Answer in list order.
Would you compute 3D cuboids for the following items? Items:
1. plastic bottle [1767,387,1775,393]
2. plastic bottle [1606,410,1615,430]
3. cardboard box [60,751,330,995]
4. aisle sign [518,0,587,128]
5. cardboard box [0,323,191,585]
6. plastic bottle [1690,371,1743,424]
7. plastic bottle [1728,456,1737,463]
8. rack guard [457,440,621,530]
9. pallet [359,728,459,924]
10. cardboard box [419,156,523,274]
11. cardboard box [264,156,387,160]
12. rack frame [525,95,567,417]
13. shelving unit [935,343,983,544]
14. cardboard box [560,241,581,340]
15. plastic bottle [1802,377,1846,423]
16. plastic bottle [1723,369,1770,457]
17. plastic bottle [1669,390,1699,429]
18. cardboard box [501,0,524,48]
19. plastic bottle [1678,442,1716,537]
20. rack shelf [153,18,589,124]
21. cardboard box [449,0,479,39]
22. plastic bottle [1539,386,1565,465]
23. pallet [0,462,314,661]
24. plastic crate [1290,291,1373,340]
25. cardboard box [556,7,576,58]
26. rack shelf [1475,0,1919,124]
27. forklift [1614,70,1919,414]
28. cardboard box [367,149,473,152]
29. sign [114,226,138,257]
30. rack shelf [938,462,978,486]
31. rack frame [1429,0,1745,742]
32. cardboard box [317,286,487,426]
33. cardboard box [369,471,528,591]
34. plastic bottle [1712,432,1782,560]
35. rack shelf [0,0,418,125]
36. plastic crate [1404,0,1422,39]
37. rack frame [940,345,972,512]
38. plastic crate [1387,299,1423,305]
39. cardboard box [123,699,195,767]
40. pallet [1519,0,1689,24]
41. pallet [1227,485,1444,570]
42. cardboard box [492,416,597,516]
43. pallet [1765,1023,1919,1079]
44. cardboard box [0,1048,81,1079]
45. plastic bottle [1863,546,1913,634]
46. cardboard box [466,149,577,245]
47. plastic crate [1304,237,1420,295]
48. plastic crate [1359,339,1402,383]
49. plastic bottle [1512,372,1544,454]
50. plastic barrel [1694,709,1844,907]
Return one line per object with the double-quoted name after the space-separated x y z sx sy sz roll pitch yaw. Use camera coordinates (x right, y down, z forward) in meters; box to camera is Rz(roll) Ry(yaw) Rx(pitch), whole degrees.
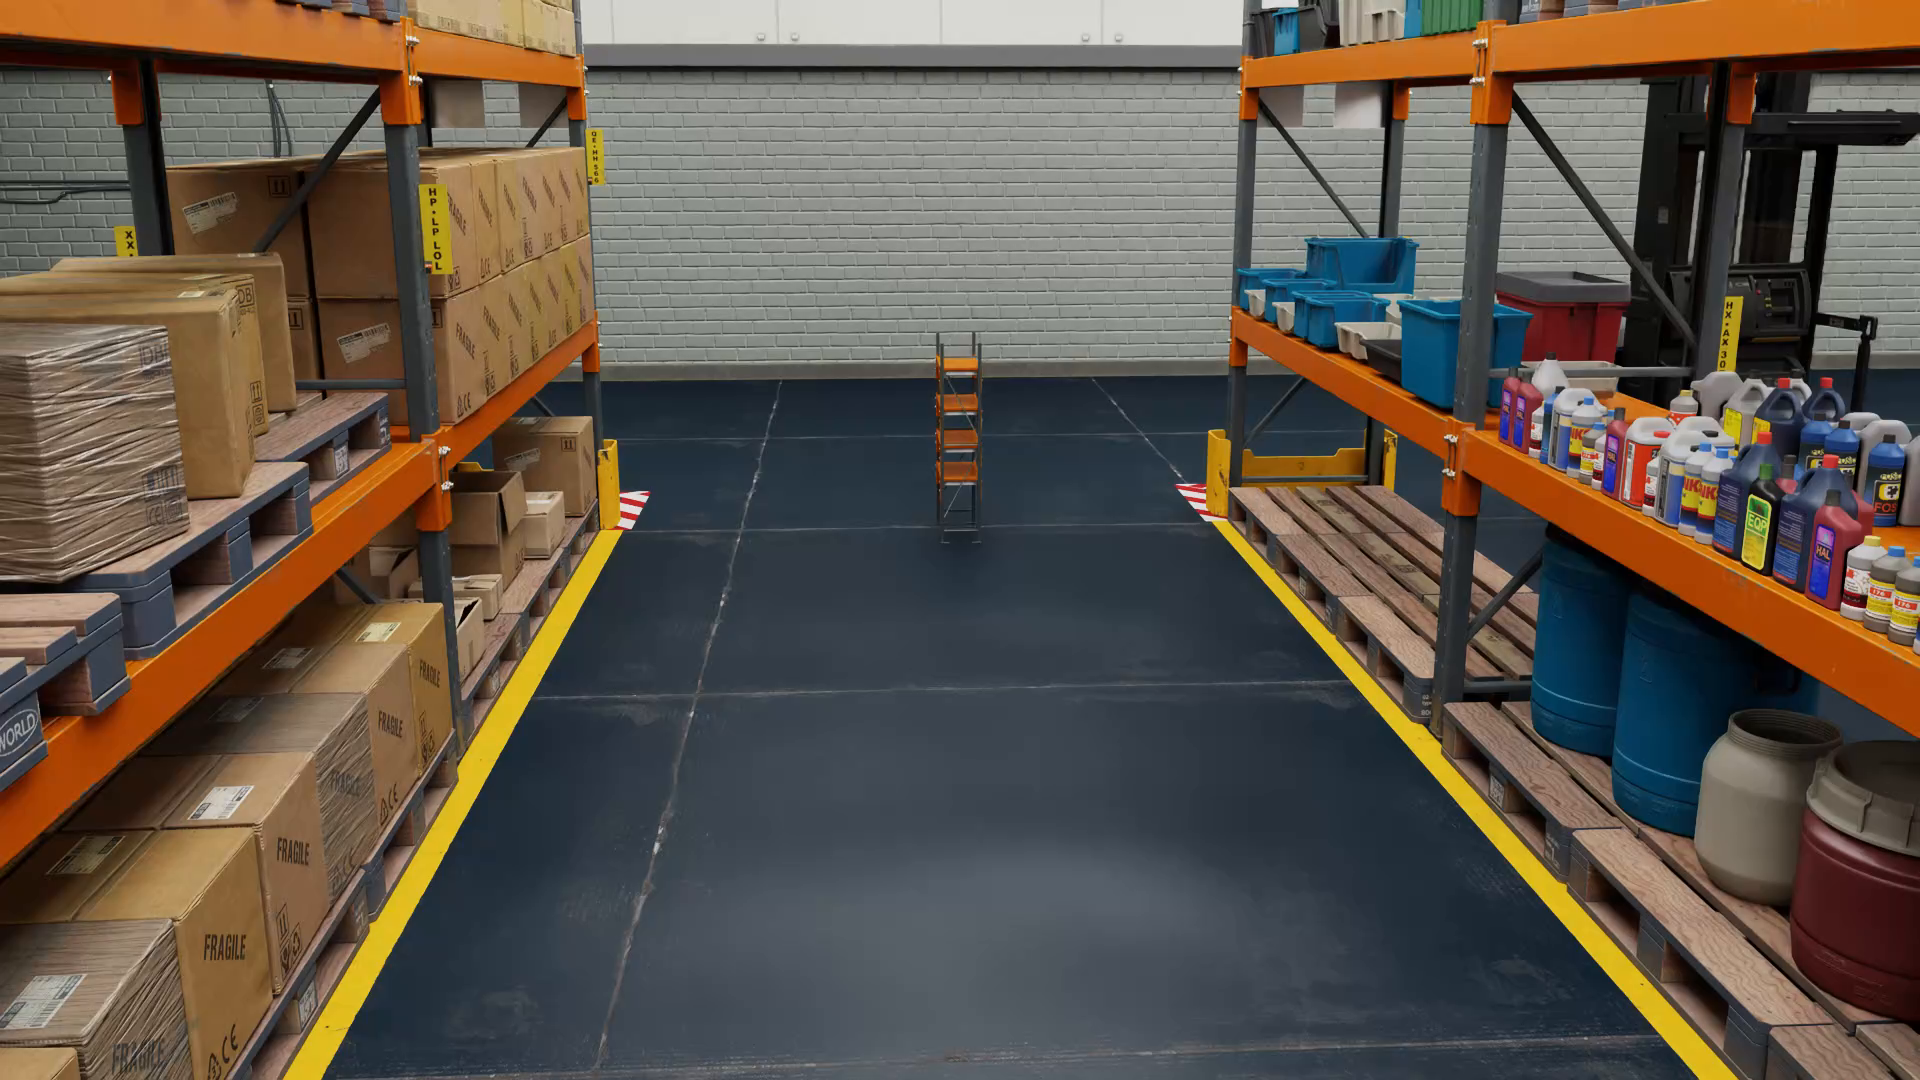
2.828 -0.406 5.834 0.152 0.276 0.135 -1 14 -3 "plastic bottle"
2.253 -0.348 5.759 0.097 0.201 0.097 0 14 0 "plastic bottle"
-2.082 0.916 4.582 0.500 0.500 0.500 -1 14 -5 "cardboard box"
-2.432 -2.850 9.866 0.394 0.787 0.004 -1 14 -3 "aisle sign"
-2.255 -0.217 3.806 0.700 0.500 0.500 2 15 7 "cardboard box"
2.806 -0.497 6.187 0.152 0.276 0.135 -1 14 -3 "plastic bottle"
2.302 -0.151 4.994 0.097 0.201 0.097 0 14 0 "plastic bottle"
-2.729 -0.340 10.344 1.175 0.500 0.348 -1 14 -3 "rack guard"
-2.397 0.978 5.803 1.003 0.211 1.213 -1 14 -3 "pallet"
-2.298 -1.485 7.570 0.500 0.500 0.500 -1 14 -5 "cardboard box"
-2.841 -1.482 7.558 0.500 0.500 0.500 -1 14 -3 "cardboard box"
-2.737 -1.569 10.106 0.949 2.616 0.053 -1 14 -3 "rack frame"
-0.010 -0.622 10.035 0.258 1.200 0.499 -1 14 -3 "shelving unit"
-2.398 -1.382 9.175 0.500 0.500 0.500 -1 14 -3 "cardboard box"
2.854 -0.357 5.492 0.144 0.351 0.185 -1 14 -3 "plastic bottle"
2.698 -0.400 5.662 0.144 0.351 0.185 -1 14 -3 "plastic bottle"
2.682 -0.454 6.171 0.097 0.201 0.097 0 14 0 "plastic bottle"
-2.359 -2.452 7.819 0.500 0.250 0.500 -1 14 -3 "cardboard box"
2.159 -0.149 4.846 0.097 0.271 0.097 0 14 0 "plastic bottle"
-2.609 -2.176 7.888 1.077 0.370 4.000 -1 14 -3 "rack shelf"
-2.296 -2.204 6.853 0.500 0.250 0.500 -1 14 -3 "cardboard box"
2.095 -0.404 5.836 0.097 0.271 0.097 0 14 0 "plastic bottle"
-2.363 0.030 4.276 1.003 0.211 1.213 -1 14 -3 "pallet"
1.979 -1.199 8.882 0.416 0.233 0.300 -1 14 -3 "plastic crate"
-2.438 -2.826 9.270 0.500 0.250 0.500 -1 14 -3 "cardboard box"
2.582 -1.257 4.316 1.077 0.370 4.000 -1 14 -3 "rack shelf"
4.688 -1.426 9.687 1.130 2.935 3.031 -3 15 -12 "forklift"
-2.929 -1.858 9.019 0.500 0.500 0.500 -1 14 -3 "cardboard box"
-3.027 -0.983 6.092 0.100 0.325 0.005 -1 14 -3 "sign"
-0.010 -0.403 10.093 0.221 0.050 0.457 -1 14 -3 "rack shelf"
2.459 -0.650 6.533 1.000 3.000 0.127 -1 14 -3 "rack frame"
-2.245 -0.754 6.736 0.500 0.500 0.500 -1 14 -2 "cardboard box"
-2.607 -0.046 8.311 0.797 0.503 0.637 -1 14 -3 "cardboard box"
2.197 -0.129 4.607 0.144 0.351 0.185 -1 14 -3 "plastic bottle"
-2.362 -1.181 4.022 1.077 0.370 4.000 -1 14 -3 "rack shelf"
2.084 -2.243 7.041 0.416 0.233 0.300 -1 14 -3 "plastic crate"
-0.025 -0.683 10.273 0.228 1.046 0.006 -1 14 -3 "rack frame"
2.446 -1.274 9.366 0.396 0.136 0.243 -1 14 -3 "plastic crate"
-2.631 0.804 5.015 0.500 0.500 0.500 -1 14 -3 "cardboard box"
0.245 0.091 3.629 6.198 3.011 5.144 -1 14 -3 "pallet"
2.223 -0.089 9.947 1.003 0.211 1.213 -1 14 -3 "pallet"
-2.454 -0.440 9.852 0.500 0.500 0.500 -1 14 -3 "cardboard box"
2.616 1.500 3.774 1.003 0.211 1.213 -1 14 -3 "pallet"
-1.981 1.300 3.087 0.500 0.500 0.500 0 14 -1 "cardboard box"
2.216 0.115 3.957 0.097 0.201 0.097 0 14 0 "plastic bottle"
-2.399 -1.870 9.067 0.500 0.500 0.500 0 14 -2 "cardboard box"
2.418 -1.611 10.075 0.616 0.435 0.499 -1 14 -3 "plastic crate"
2.121 -0.820 7.626 0.437 0.125 0.590 -1 14 -3 "plastic crate"
2.064 -0.463 6.039 0.061 0.283 0.133 -1 14 -3 "plastic bottle"
2.465 0.805 5.028 0.421 0.512 0.421 0 14 0 "plastic barrel"
